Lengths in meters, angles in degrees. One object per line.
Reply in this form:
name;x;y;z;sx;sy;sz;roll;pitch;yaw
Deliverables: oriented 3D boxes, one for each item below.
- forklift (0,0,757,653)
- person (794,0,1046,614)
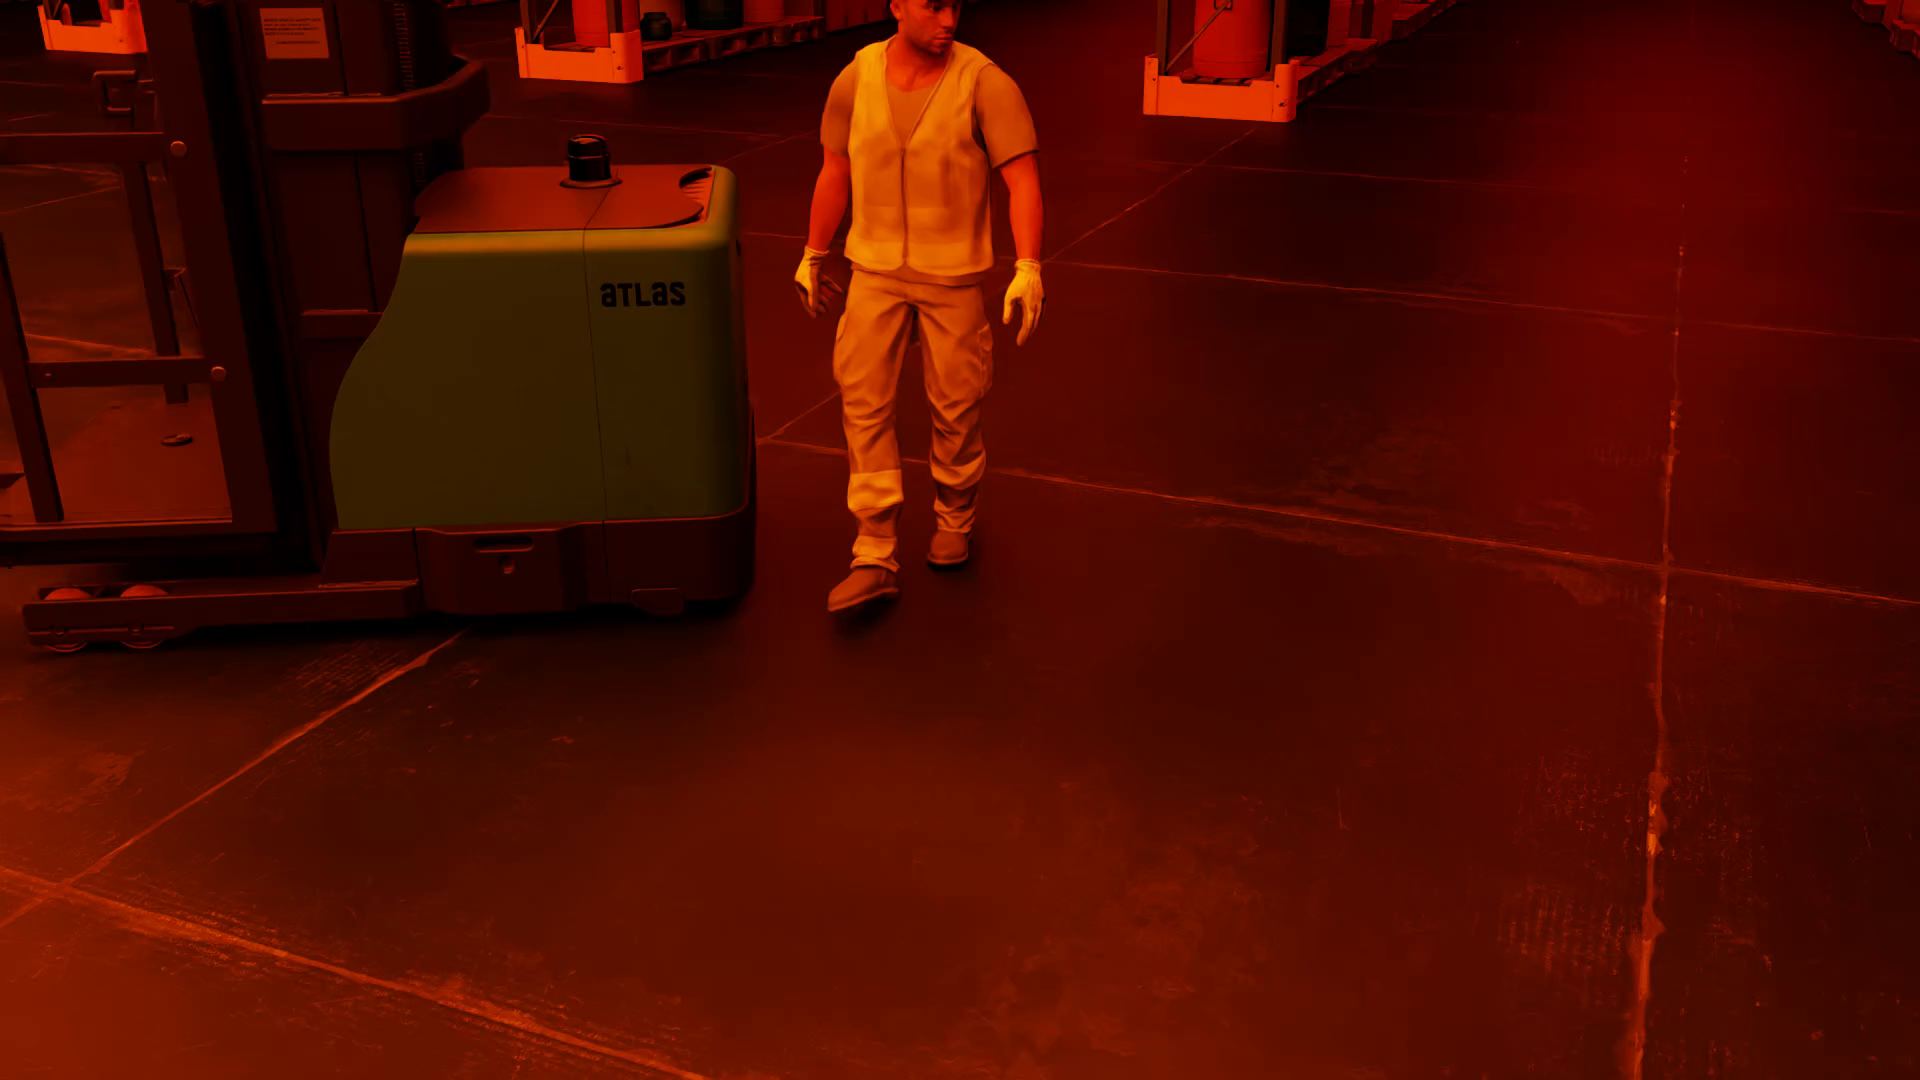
forklift;-2.126;-1.270;4.331;3.031;2.935;1.130;-2;23;-5
person;-0.132;-0.683;4.452;0.751;1.753;0.789;4;23;10
